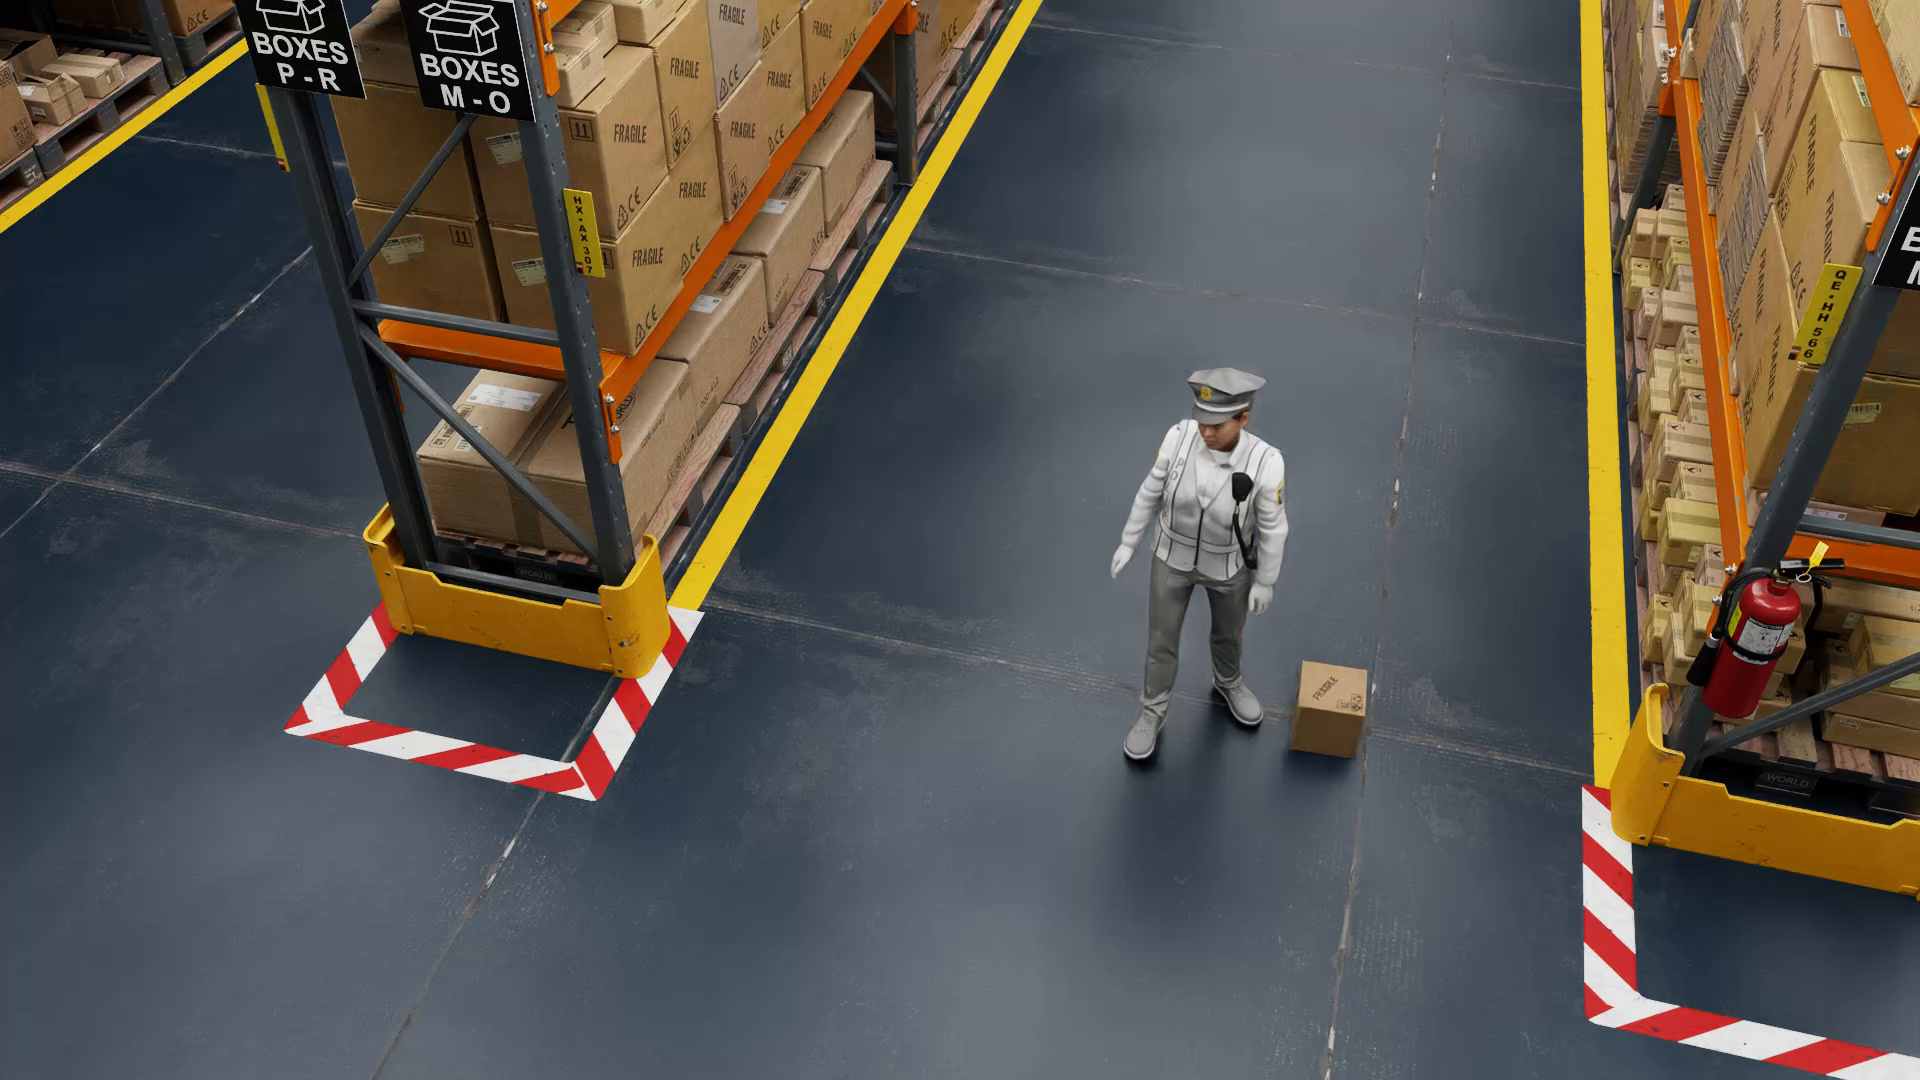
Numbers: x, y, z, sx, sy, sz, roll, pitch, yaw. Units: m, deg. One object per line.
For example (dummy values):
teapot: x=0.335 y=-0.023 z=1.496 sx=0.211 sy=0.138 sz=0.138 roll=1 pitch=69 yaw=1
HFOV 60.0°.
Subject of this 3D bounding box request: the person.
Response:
person: x=0.865 y=0.083 z=6.027 sx=0.628 sy=1.665 sz=0.560 roll=13 pitch=43 yaw=14
